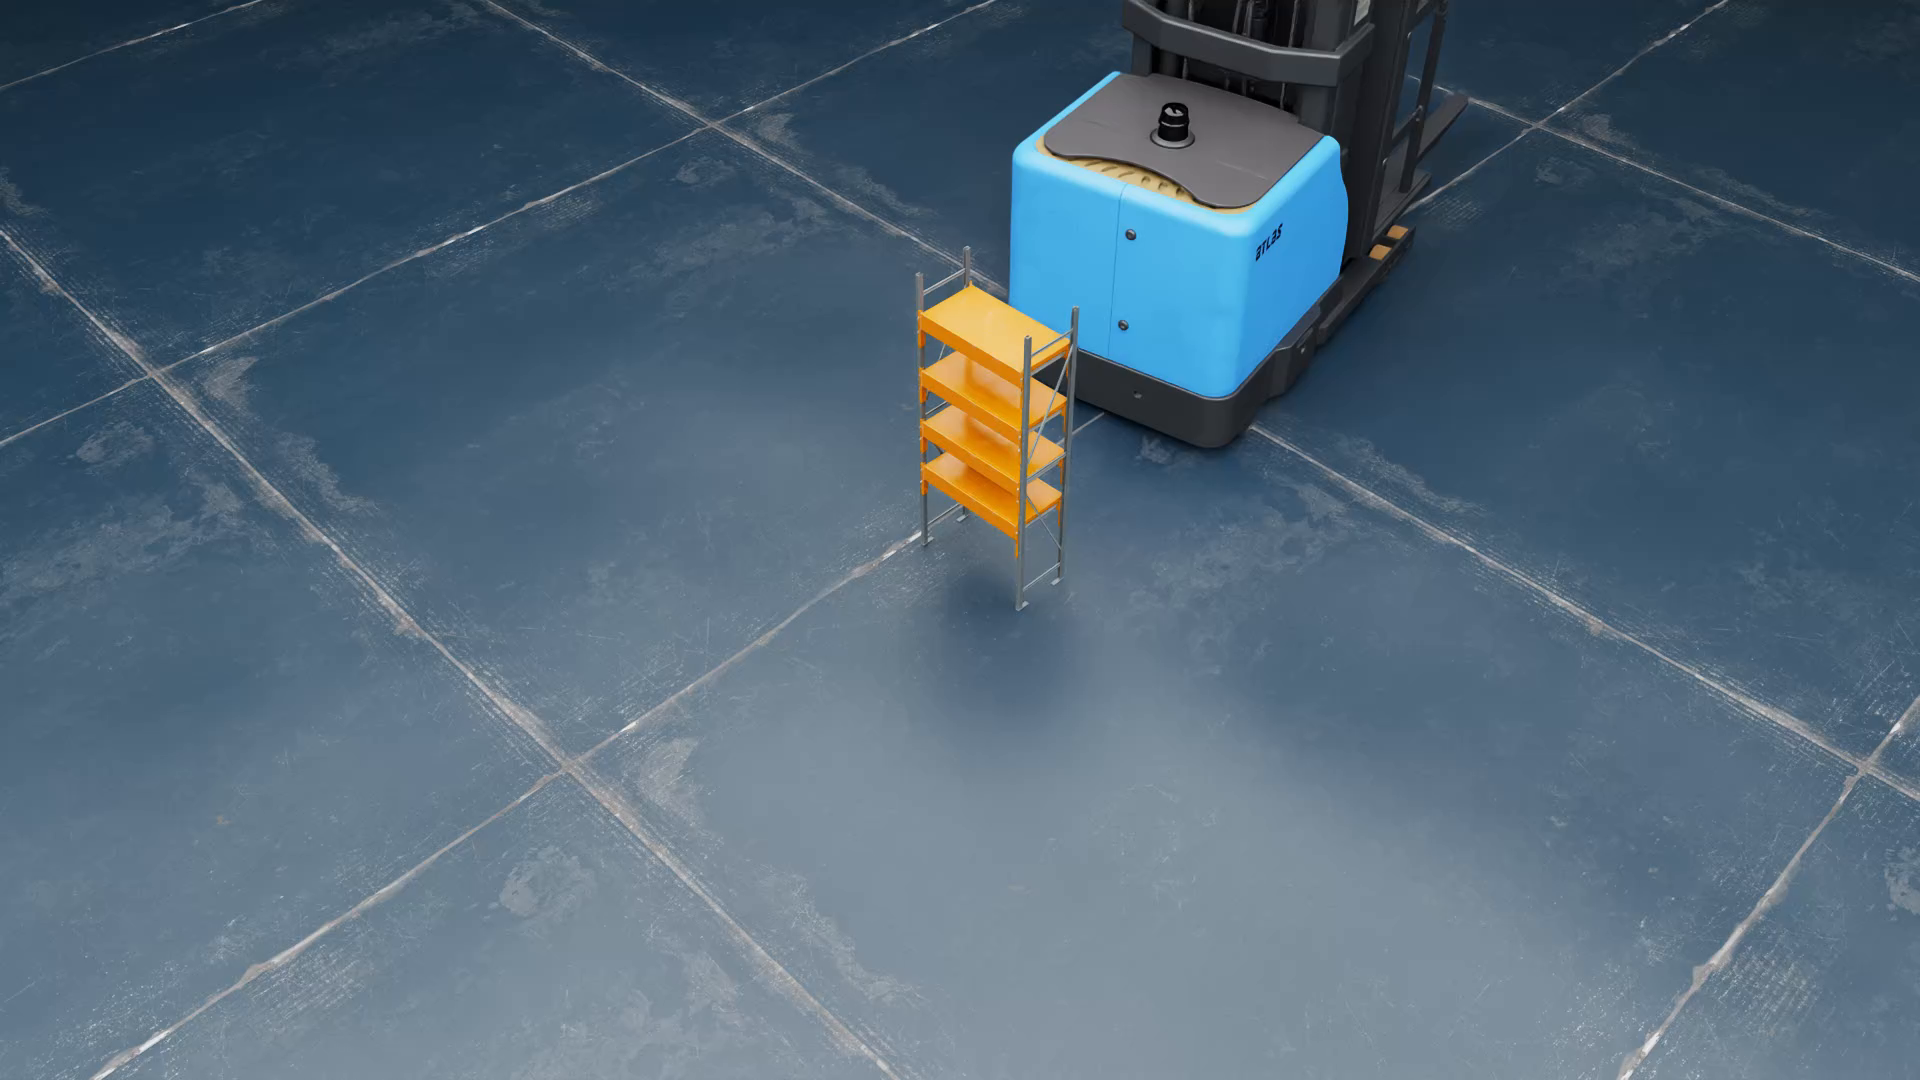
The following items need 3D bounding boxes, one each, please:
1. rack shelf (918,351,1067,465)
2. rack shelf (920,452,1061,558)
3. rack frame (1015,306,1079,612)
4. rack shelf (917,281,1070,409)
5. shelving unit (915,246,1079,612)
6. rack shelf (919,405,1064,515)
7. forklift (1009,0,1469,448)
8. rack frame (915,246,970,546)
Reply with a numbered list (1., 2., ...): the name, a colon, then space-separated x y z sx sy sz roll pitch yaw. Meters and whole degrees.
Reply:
1. rack shelf: 0.117 -0.476 5.651 0.258 0.148 0.480 -34 53 -31
2. rack shelf: 0.117 -0.166 5.937 0.258 0.148 0.480 -34 53 -31
3. rack frame: 0.289 -0.244 5.630 0.240 1.200 0.015 -34 53 -31
4. rack shelf: 0.117 -0.650 5.490 0.258 0.148 0.480 -34 53 -31
5. shelving unit: 0.117 -0.361 5.757 0.258 1.200 0.503 -34 53 -31
6. rack shelf: 0.117 -0.312 5.802 0.258 0.148 0.480 -34 53 -31
7. forklift: 1.424 -2.407 6.695 1.130 2.935 3.031 25 48 24
8. rack frame: -0.055 -0.478 5.884 0.240 1.200 0.015 -34 53 -31
